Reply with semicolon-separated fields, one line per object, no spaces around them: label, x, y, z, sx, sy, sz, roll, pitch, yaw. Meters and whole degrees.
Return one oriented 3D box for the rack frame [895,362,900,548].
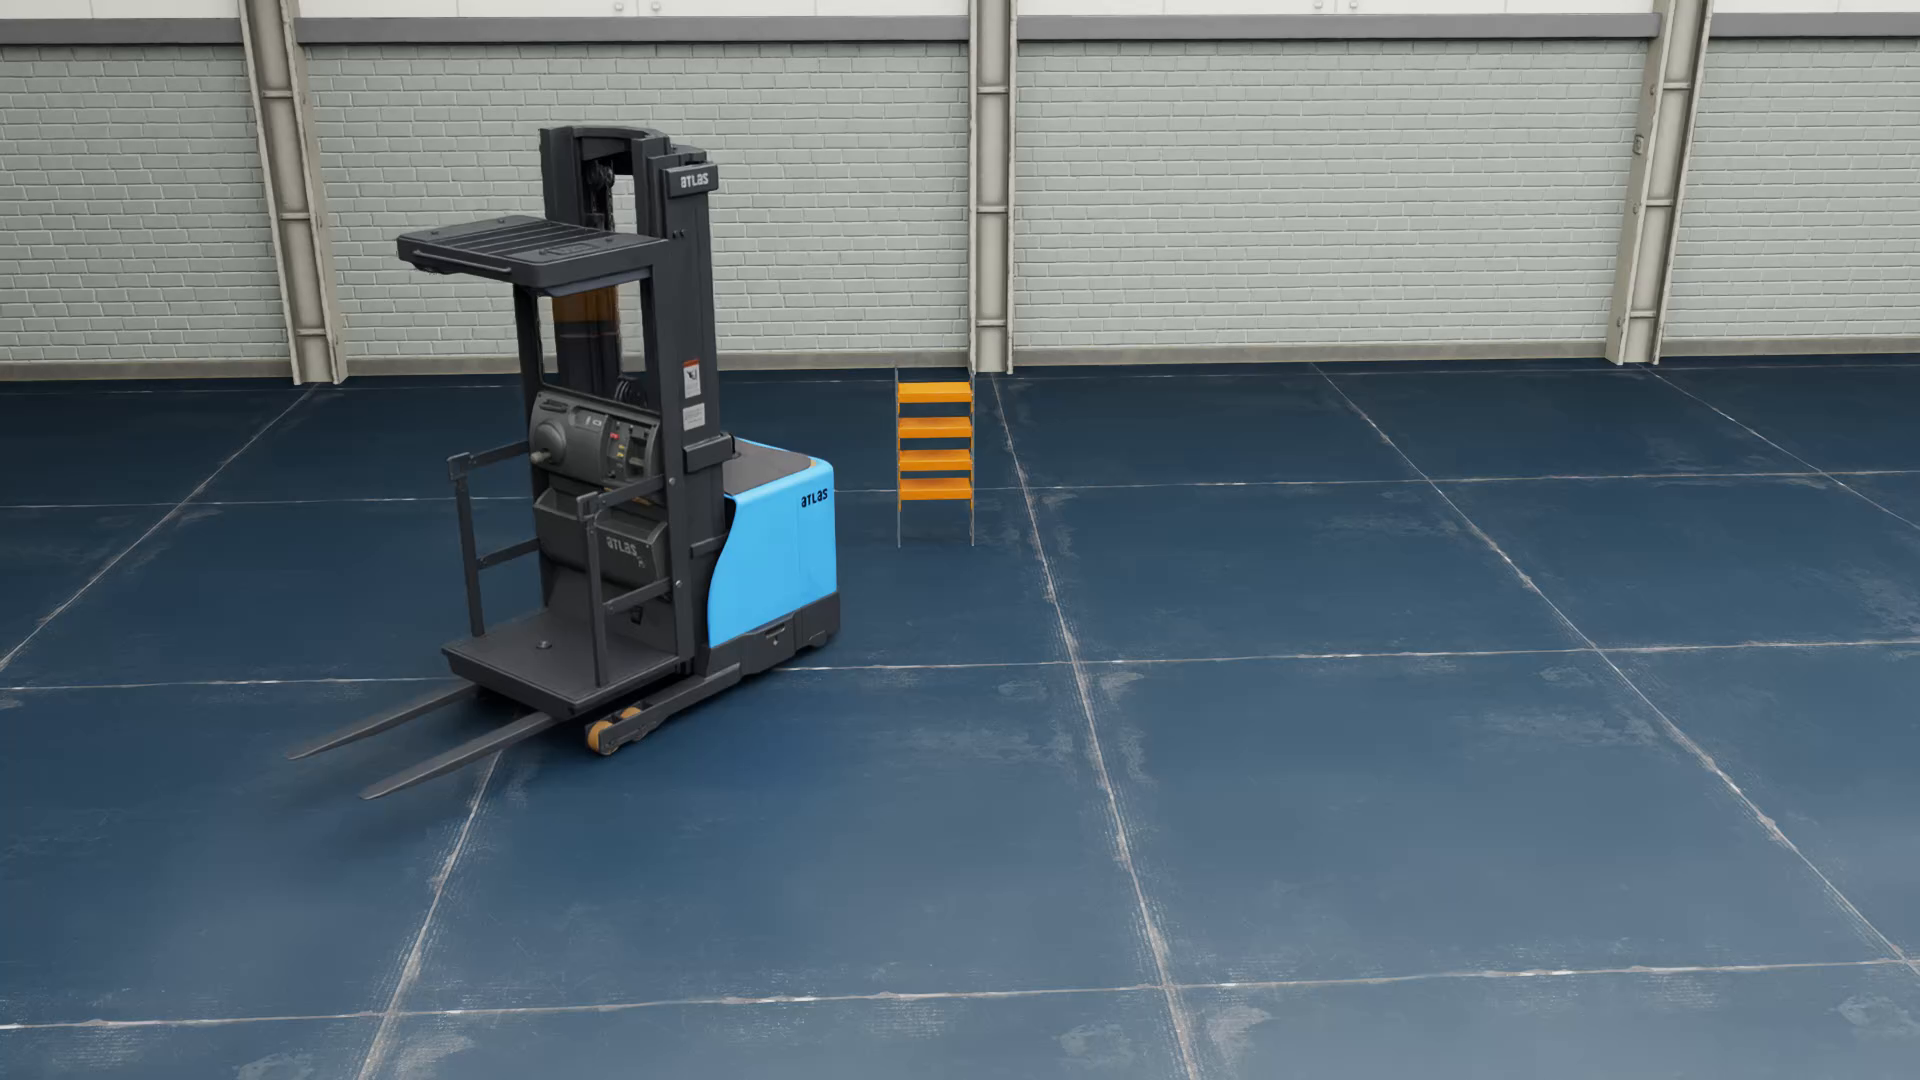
rack frame;-0.409;-0.552;10.886;0.015;1.200;0.240;-1;21;-3

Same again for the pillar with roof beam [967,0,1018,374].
pillar with roof beam;0.520;-4.233;9.592;0.400;9.000;9.100;-1;21;-3

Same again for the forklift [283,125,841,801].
forklift;-1.992;-0.495;8.303;1.130;2.935;3.031;16;26;35

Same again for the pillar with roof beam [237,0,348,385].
pillar with roof beam;-5.470;-4.111;9.272;0.400;9.000;9.100;-1;21;-3

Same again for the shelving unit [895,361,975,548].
shelving unit;-0.165;-0.557;10.899;0.503;1.200;0.258;-1;21;-3

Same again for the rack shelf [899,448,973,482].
rack shelf;-0.165;-0.494;10.923;0.480;0.148;0.258;-1;21;-3

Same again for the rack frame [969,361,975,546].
rack frame;0.078;-0.562;10.912;0.015;1.200;0.240;-1;21;-3

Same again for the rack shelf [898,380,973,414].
rack shelf;-0.165;-0.925;10.759;0.480;0.148;0.258;-1;21;-3

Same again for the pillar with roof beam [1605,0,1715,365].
pillar with roof beam;6.511;-4.355;9.912;0.400;9.000;9.100;-1;21;-3

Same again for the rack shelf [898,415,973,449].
rack shelf;-0.165;-0.704;10.843;0.480;0.148;0.258;-1;21;-3

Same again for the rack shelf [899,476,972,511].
rack shelf;-0.165;-0.309;10.993;0.480;0.148;0.258;-1;21;-3
